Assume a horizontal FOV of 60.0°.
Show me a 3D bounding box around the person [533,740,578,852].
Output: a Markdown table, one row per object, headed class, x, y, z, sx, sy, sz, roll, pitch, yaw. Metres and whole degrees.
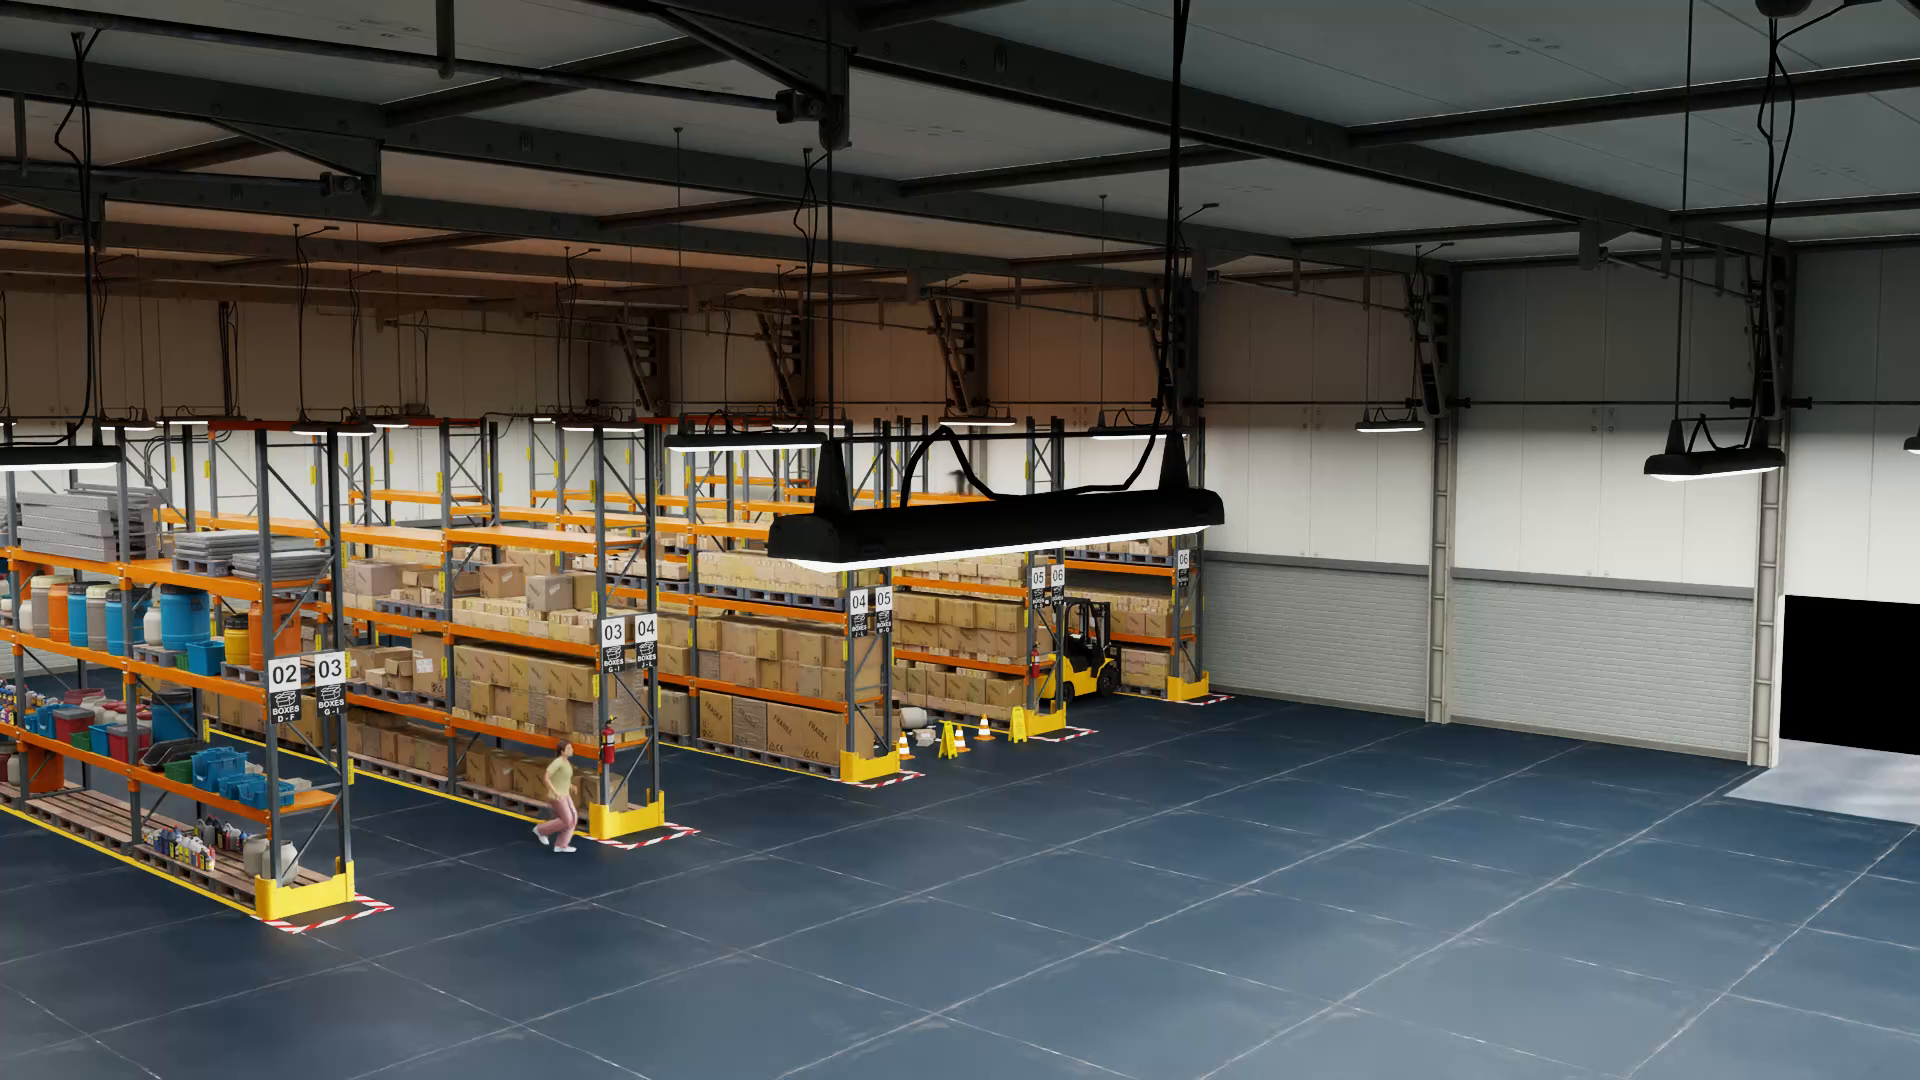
| class | x | y | z | sx | sy | sz | roll | pitch | yaw |
| --- | --- | --- | --- | --- | --- | --- | --- | --- | --- |
| person | -5.700 | 3.600 | 23.388 | 0.606 | 1.592 | 0.606 | 0 | 5 | 6 |
